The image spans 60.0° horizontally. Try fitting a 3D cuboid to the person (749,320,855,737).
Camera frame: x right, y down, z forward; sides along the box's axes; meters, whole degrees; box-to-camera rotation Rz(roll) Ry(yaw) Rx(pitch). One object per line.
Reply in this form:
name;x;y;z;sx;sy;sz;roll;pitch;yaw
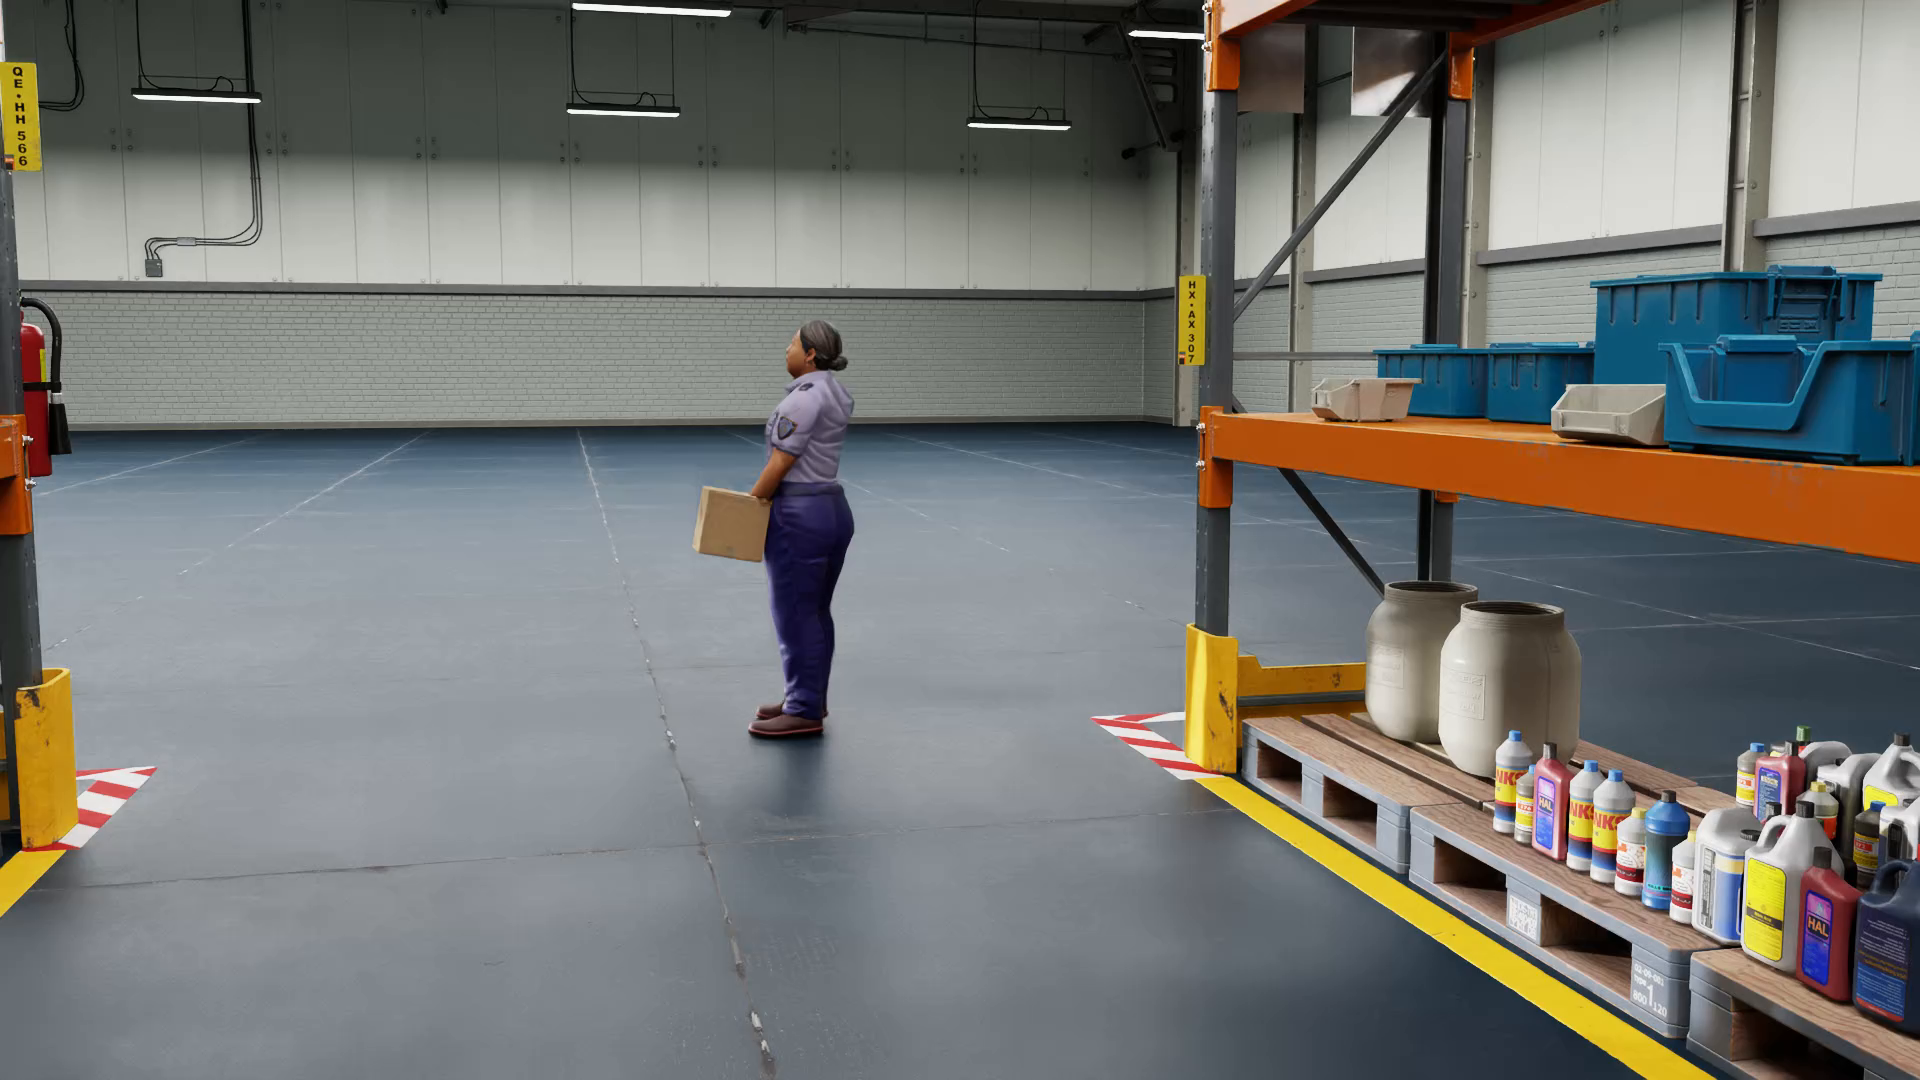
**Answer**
person;-0.669;-0.050;6.670;0.478;1.648;0.505;2;7;18
